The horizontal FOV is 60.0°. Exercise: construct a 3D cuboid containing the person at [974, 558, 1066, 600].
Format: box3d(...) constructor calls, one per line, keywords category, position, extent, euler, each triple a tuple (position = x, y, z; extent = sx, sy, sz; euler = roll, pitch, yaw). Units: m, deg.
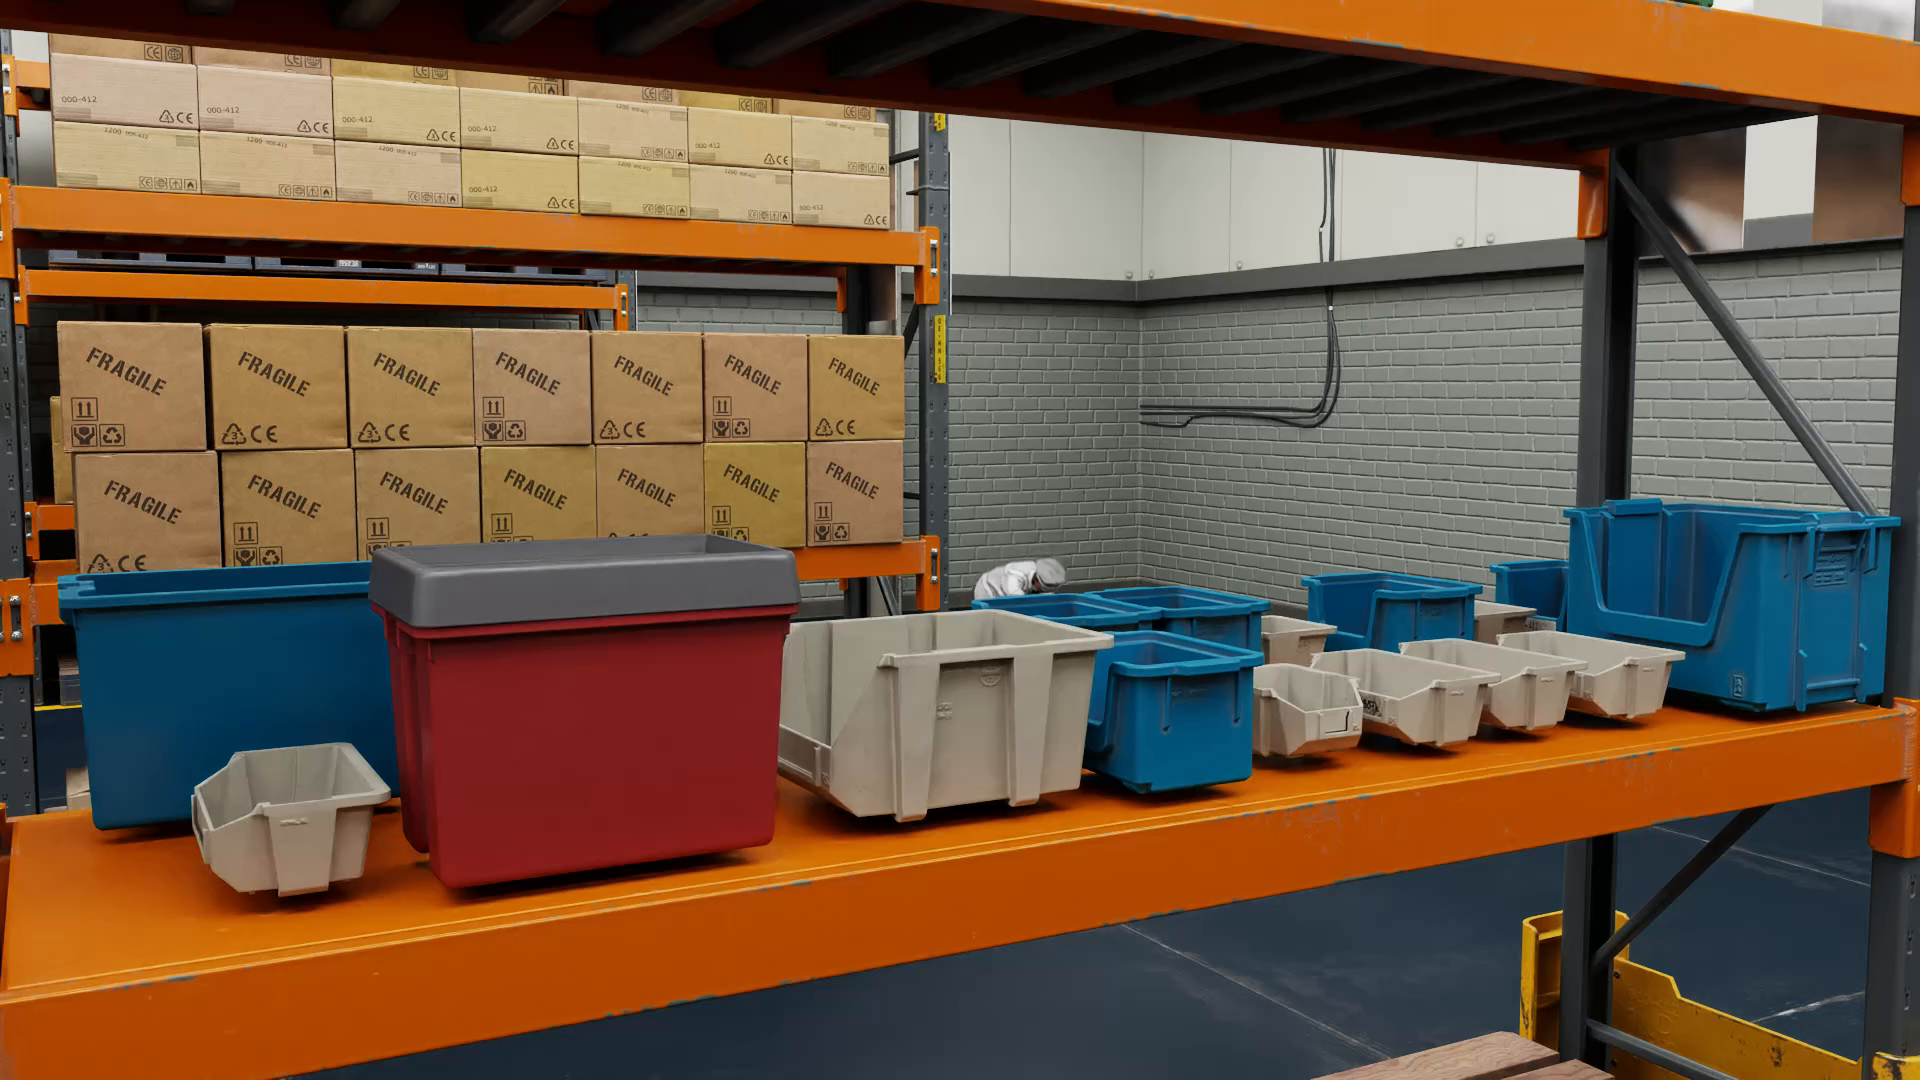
box3d(category="person", position=(0.469, 0.520, 12.943), extent=(0.457, 0.808, 0.909), euler=(-3, 6, -30))
